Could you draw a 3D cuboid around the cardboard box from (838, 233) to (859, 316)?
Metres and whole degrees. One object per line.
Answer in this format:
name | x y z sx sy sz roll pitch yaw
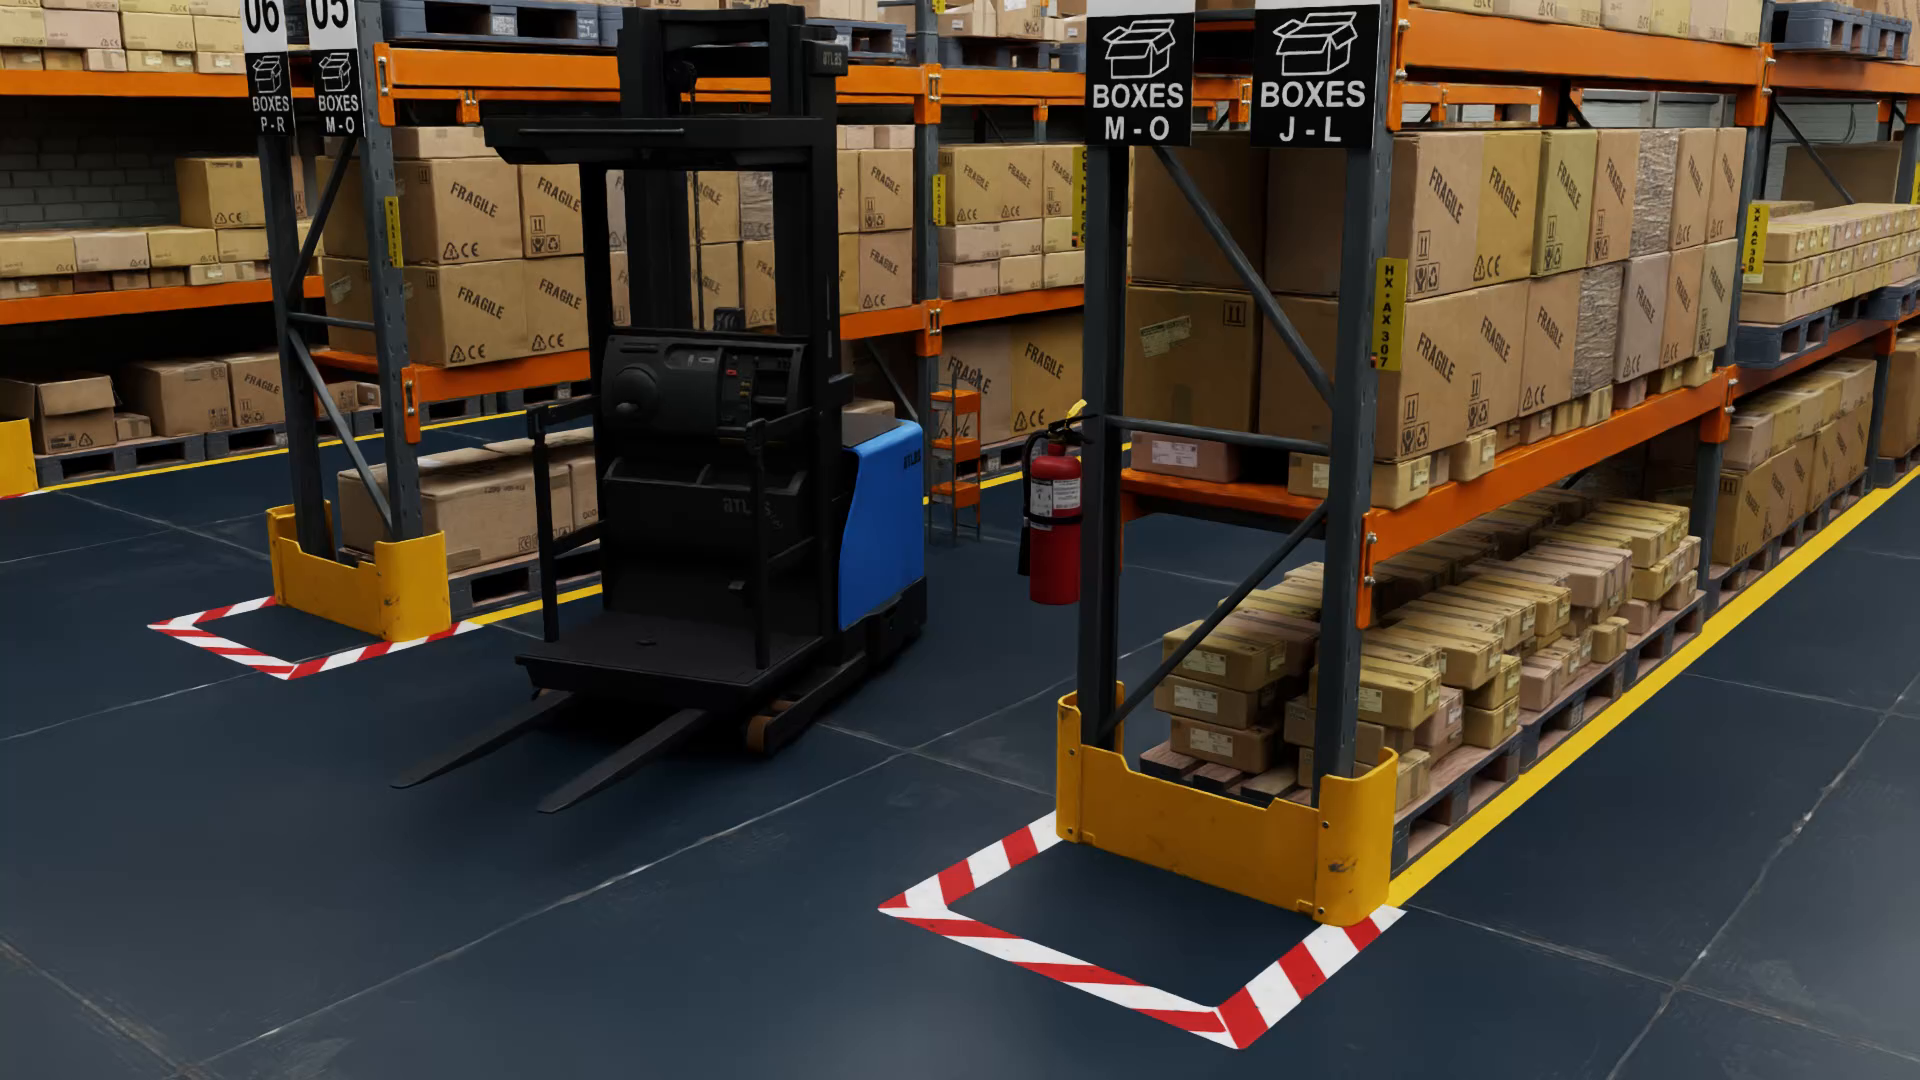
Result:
cardboard box | -0.979 -1.659 10.359 0.500 0.500 0.500 11 18 36

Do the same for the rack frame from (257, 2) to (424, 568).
rack frame | -3.081 -1.072 8.252 1.000 3.000 0.127 11 18 38

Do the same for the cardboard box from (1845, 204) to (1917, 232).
cardboard box | 5.749 -2.015 10.413 0.380 0.149 0.250 11 18 37

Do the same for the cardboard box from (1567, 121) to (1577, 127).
cardboard box | 6.824 -4.682 19.624 0.700 0.500 0.500 11 18 36

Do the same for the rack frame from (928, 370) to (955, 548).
rack frame | -0.110 -0.475 9.861 0.200 1.050 0.008 11 18 38

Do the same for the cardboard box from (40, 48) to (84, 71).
cardboard box | -6.244 -3.298 11.430 0.380 0.149 0.250 11 18 38

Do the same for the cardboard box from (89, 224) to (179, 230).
cardboard box | -6.222 -2.233 12.522 0.500 0.250 0.500 12 19 39

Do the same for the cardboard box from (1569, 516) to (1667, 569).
cardboard box | 3.045 0.010 7.719 0.380 0.149 0.250 11 18 37

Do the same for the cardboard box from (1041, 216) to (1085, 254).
cardboard box | 0.572 -2.245 12.159 0.500 0.250 0.500 12 18 38

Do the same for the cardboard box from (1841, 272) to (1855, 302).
cardboard box | 4.768 -1.429 9.312 0.380 0.149 0.250 11 18 37

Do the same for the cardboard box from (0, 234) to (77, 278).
cardboard box | -6.450 -1.957 11.433 0.500 0.250 0.500 11 18 38

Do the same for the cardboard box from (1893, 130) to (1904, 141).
cardboard box | 8.633 -3.285 14.465 0.875 0.550 0.550 11 18 38

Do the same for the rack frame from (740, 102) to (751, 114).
rack frame | -1.916 -3.372 17.304 1.000 3.000 0.127 11 18 38

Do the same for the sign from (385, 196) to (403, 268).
sign | -2.653 -1.443 7.794 0.100 0.325 0.005 11 18 38

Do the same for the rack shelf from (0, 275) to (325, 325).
rack shelf | -5.687 -1.874 12.870 1.077 0.370 4.000 11 18 38

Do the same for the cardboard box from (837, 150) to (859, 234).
cardboard box | -0.974 -2.143 10.231 0.500 0.500 0.500 11 18 37

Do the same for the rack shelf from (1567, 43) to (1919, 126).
rack shelf | 4.603 -2.580 9.556 1.077 0.370 4.000 11 18 38

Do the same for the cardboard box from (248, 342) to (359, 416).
cardboard box | -5.266 -1.291 13.336 0.700 0.500 0.500 10 18 35

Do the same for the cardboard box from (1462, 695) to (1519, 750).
cardboard box | 1.908 0.658 6.377 0.380 0.149 0.250 12 18 38

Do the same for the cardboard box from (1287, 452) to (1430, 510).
cardboard box | 1.291 -0.215 5.389 0.380 0.149 0.250 11 18 37

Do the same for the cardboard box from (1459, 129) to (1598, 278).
cardboard box | 1.978 -1.242 6.081 0.500 0.500 0.500 11 18 36

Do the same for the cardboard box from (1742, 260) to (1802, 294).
cardboard box | 3.952 -1.322 8.288 0.380 0.149 0.250 12 18 38

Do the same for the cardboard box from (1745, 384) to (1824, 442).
cardboard box | 4.673 -0.747 9.673 0.500 0.250 0.500 12 19 40

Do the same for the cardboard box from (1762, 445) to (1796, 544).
cardboard box | 4.348 -0.286 9.380 0.500 0.500 0.500 12 19 40

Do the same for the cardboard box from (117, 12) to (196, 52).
cardboard box | -5.818 -3.604 11.828 0.500 0.250 0.500 11 18 36

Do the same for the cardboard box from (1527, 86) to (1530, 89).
cardboard box | 6.142 -5.116 18.588 0.380 0.149 0.250 11 18 36

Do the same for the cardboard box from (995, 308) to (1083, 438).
cardboard box | 0.322 -1.318 12.680 0.875 0.875 0.875 12 19 39

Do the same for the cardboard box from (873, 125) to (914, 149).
cardboard box | -0.513 -2.578 10.627 0.380 0.149 0.250 11 18 36

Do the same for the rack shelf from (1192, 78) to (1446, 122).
rack shelf | 3.204 -4.093 15.510 1.077 0.370 4.000 11 18 38

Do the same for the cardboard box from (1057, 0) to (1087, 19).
cardboard box | 1.065 -3.928 12.345 0.500 0.500 0.500 11 18 38

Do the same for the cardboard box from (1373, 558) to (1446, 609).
cardboard box | 1.824 0.182 7.044 0.380 0.149 0.250 11 18 36

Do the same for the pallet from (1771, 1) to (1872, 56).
pallet | 3.817 -2.556 8.383 1.213 0.211 1.003 11 18 38

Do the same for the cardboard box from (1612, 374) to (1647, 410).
cardboard box | 2.729 -0.669 7.174 0.380 0.149 0.250 10 18 35

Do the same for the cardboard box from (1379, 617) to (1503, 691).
cardboard box | 1.764 0.416 6.120 0.380 0.149 0.250 11 18 37

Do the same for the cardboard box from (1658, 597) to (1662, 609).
cardboard box | 3.137 0.251 7.980 0.380 0.149 0.250 12 18 39

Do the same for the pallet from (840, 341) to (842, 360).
pallet | -1.369 -2.172 18.244 1.003 0.211 1.213 11 18 38

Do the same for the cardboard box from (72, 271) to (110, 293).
cardboard box | -6.262 -1.850 11.824 0.380 0.149 0.250 11 18 37

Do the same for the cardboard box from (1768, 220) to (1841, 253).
cardboard box | 4.444 -1.617 8.844 0.380 0.149 0.250 11 18 37

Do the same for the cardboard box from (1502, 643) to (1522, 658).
cardboard box | 2.001 0.445 6.610 0.380 0.149 0.250 10 17 35

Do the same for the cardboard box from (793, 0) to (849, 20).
cardboard box | -0.886 -3.200 9.990 0.380 0.149 0.250 12 18 39

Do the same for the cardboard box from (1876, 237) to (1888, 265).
cardboard box | 5.258 -1.721 9.860 0.380 0.149 0.250 11 18 37

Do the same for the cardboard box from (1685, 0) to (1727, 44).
cardboard box | 2.925 -2.243 7.074 0.500 0.250 0.500 11 18 37

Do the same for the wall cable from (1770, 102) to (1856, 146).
wall cable | 23.708 -12.418 47.034 3.097 2.526 0.112 11 18 38

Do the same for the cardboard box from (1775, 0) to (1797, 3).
cardboard box | 3.670 -2.853 8.114 0.700 0.500 0.500 11 18 38

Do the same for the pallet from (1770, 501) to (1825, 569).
pallet | 4.601 -0.124 10.184 1.003 0.211 1.213 11 18 38

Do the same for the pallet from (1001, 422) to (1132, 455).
pallet | 0.626 -0.881 13.163 1.003 0.211 1.213 11 18 38

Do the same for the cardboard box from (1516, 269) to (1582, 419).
cardboard box | 1.964 -0.760 6.215 0.500 0.500 0.500 12 18 38

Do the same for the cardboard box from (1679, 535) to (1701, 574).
cardboard box | 3.396 0.052 8.160 0.380 0.149 0.250 12 18 39

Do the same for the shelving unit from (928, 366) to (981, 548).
shelving unit | -0.034 -0.499 9.953 0.215 1.050 0.252 11 18 38

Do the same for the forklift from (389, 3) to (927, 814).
forklift | -1.158 -0.664 6.783 1.130 2.935 3.031 5 15 20
